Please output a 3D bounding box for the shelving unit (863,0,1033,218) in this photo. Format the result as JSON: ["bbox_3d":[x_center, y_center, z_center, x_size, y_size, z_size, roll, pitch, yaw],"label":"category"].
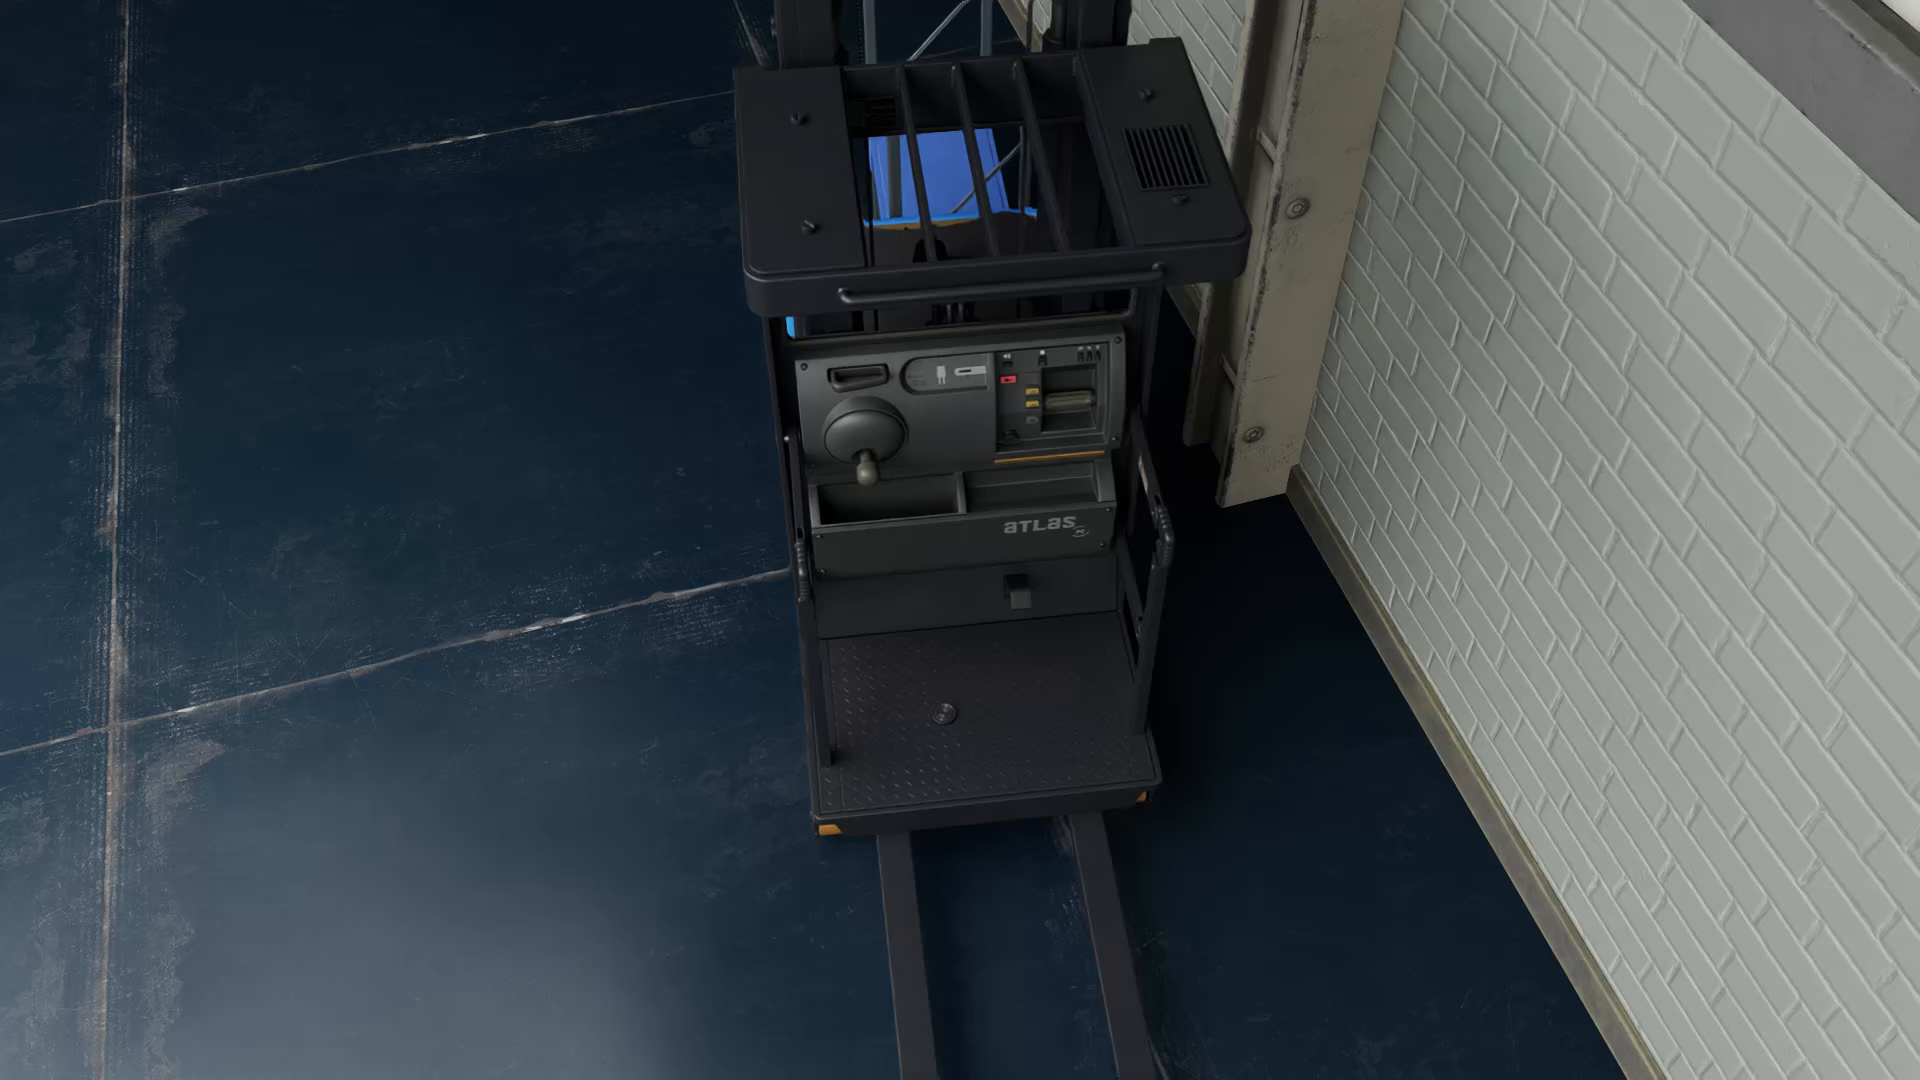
[{"bbox_3d":[-0.061,-1.374,6.427,0.538,1.500,1.048,-5,50,-4],"label":"shelving unit"}]

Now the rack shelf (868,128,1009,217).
[{"bbox_3d":[-0.061,-1.258,6.565,0.538,0.185,1.000,-5,50,-4],"label":"rack shelf"}]

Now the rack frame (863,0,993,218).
[{"bbox_3d":[-0.123,-1.760,6.752,0.500,1.500,0.032,-5,50,-4],"label":"rack frame"}]

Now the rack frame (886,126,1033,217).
[{"bbox_3d":[0.000,-0.988,6.102,0.500,1.500,0.032,-5,50,-4],"label":"rack frame"}]

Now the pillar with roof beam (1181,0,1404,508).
[{"bbox_3d":[-3.031,-2.228,2.243,9.100,9.000,0.400,-13,51,-11],"label":"pillar with roof beam"}]

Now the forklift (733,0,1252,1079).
[{"bbox_3d":[0.036,-0.273,4.563,1.130,2.935,3.031,-5,50,-4],"label":"forklift"}]
